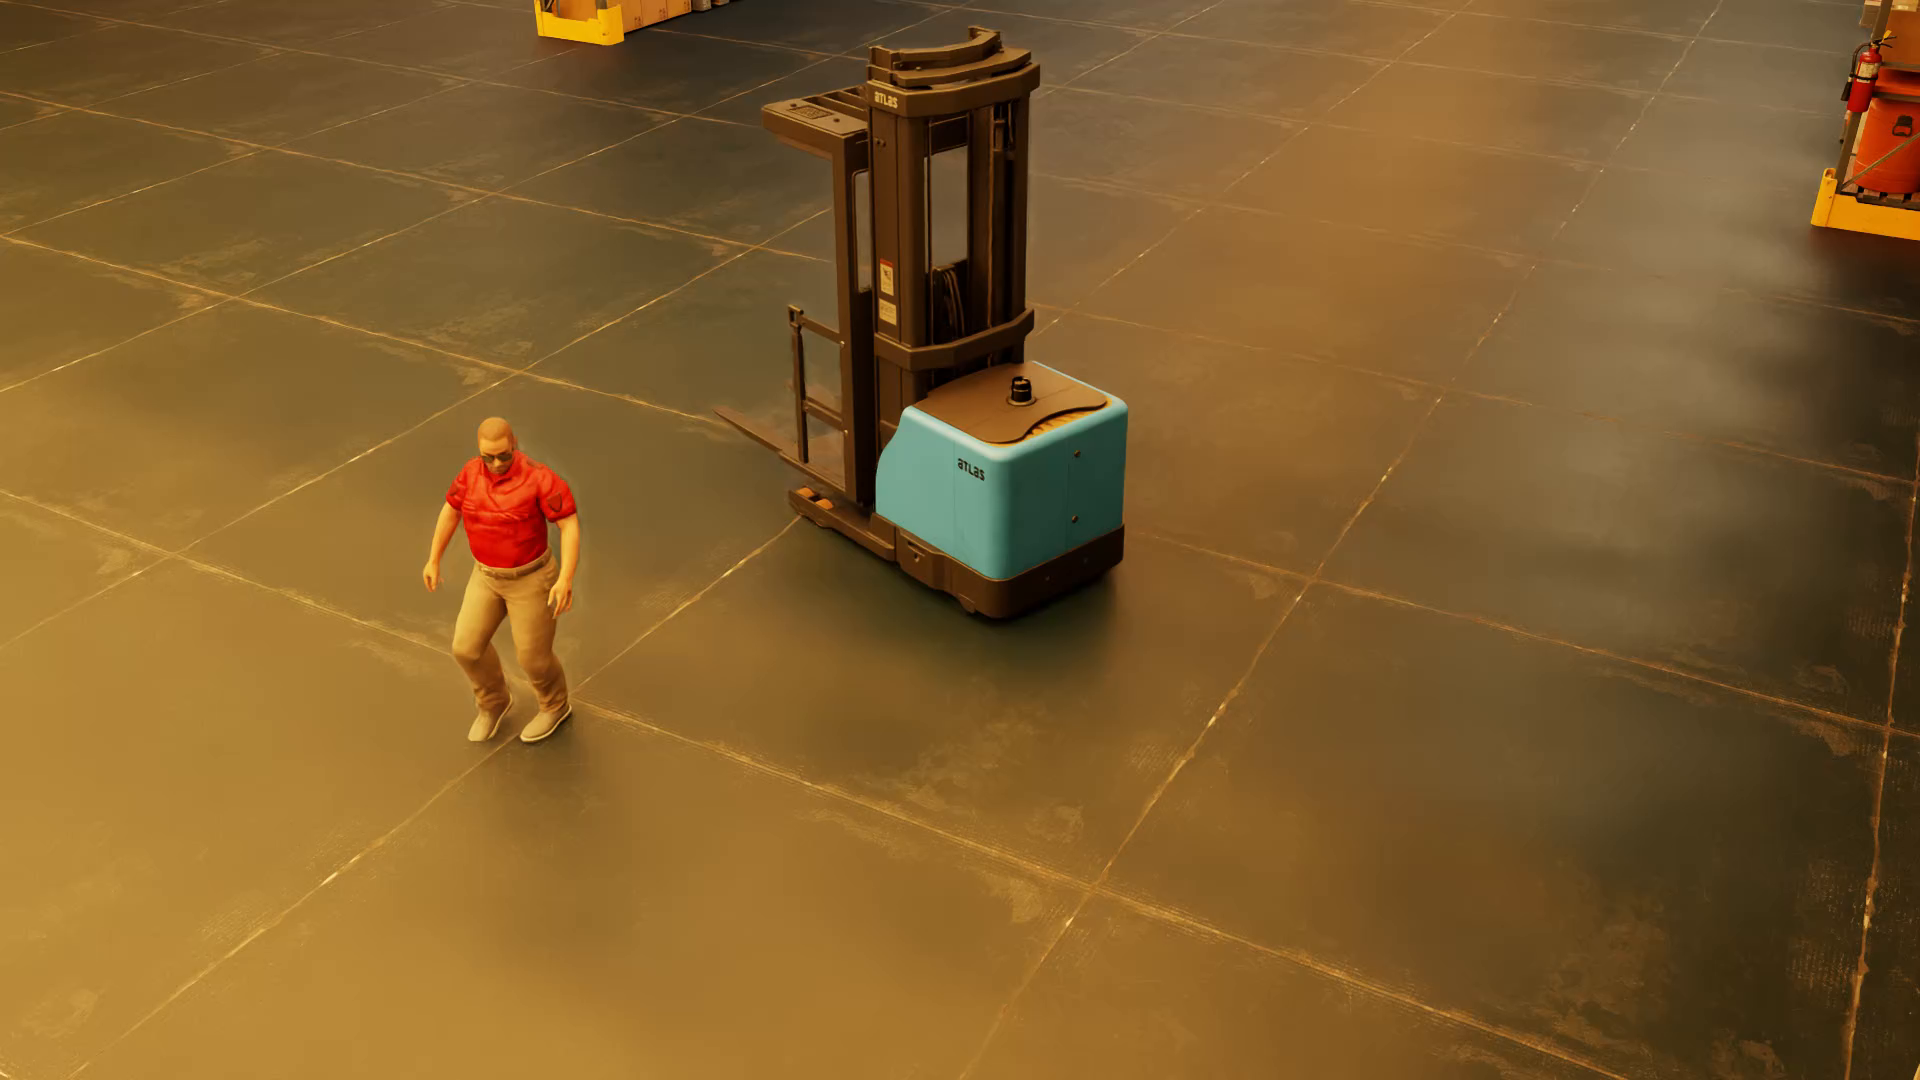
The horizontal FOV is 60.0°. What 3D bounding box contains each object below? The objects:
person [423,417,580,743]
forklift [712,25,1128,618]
[{"bbox_3d":[-2.146,0.237,7.947,0.923,1.761,0.464,12,32,21],"label":"person"},{"bbox_3d":[-0.403,-1.498,9.667,1.130,2.935,3.031,-24,38,-35],"label":"forklift"}]
